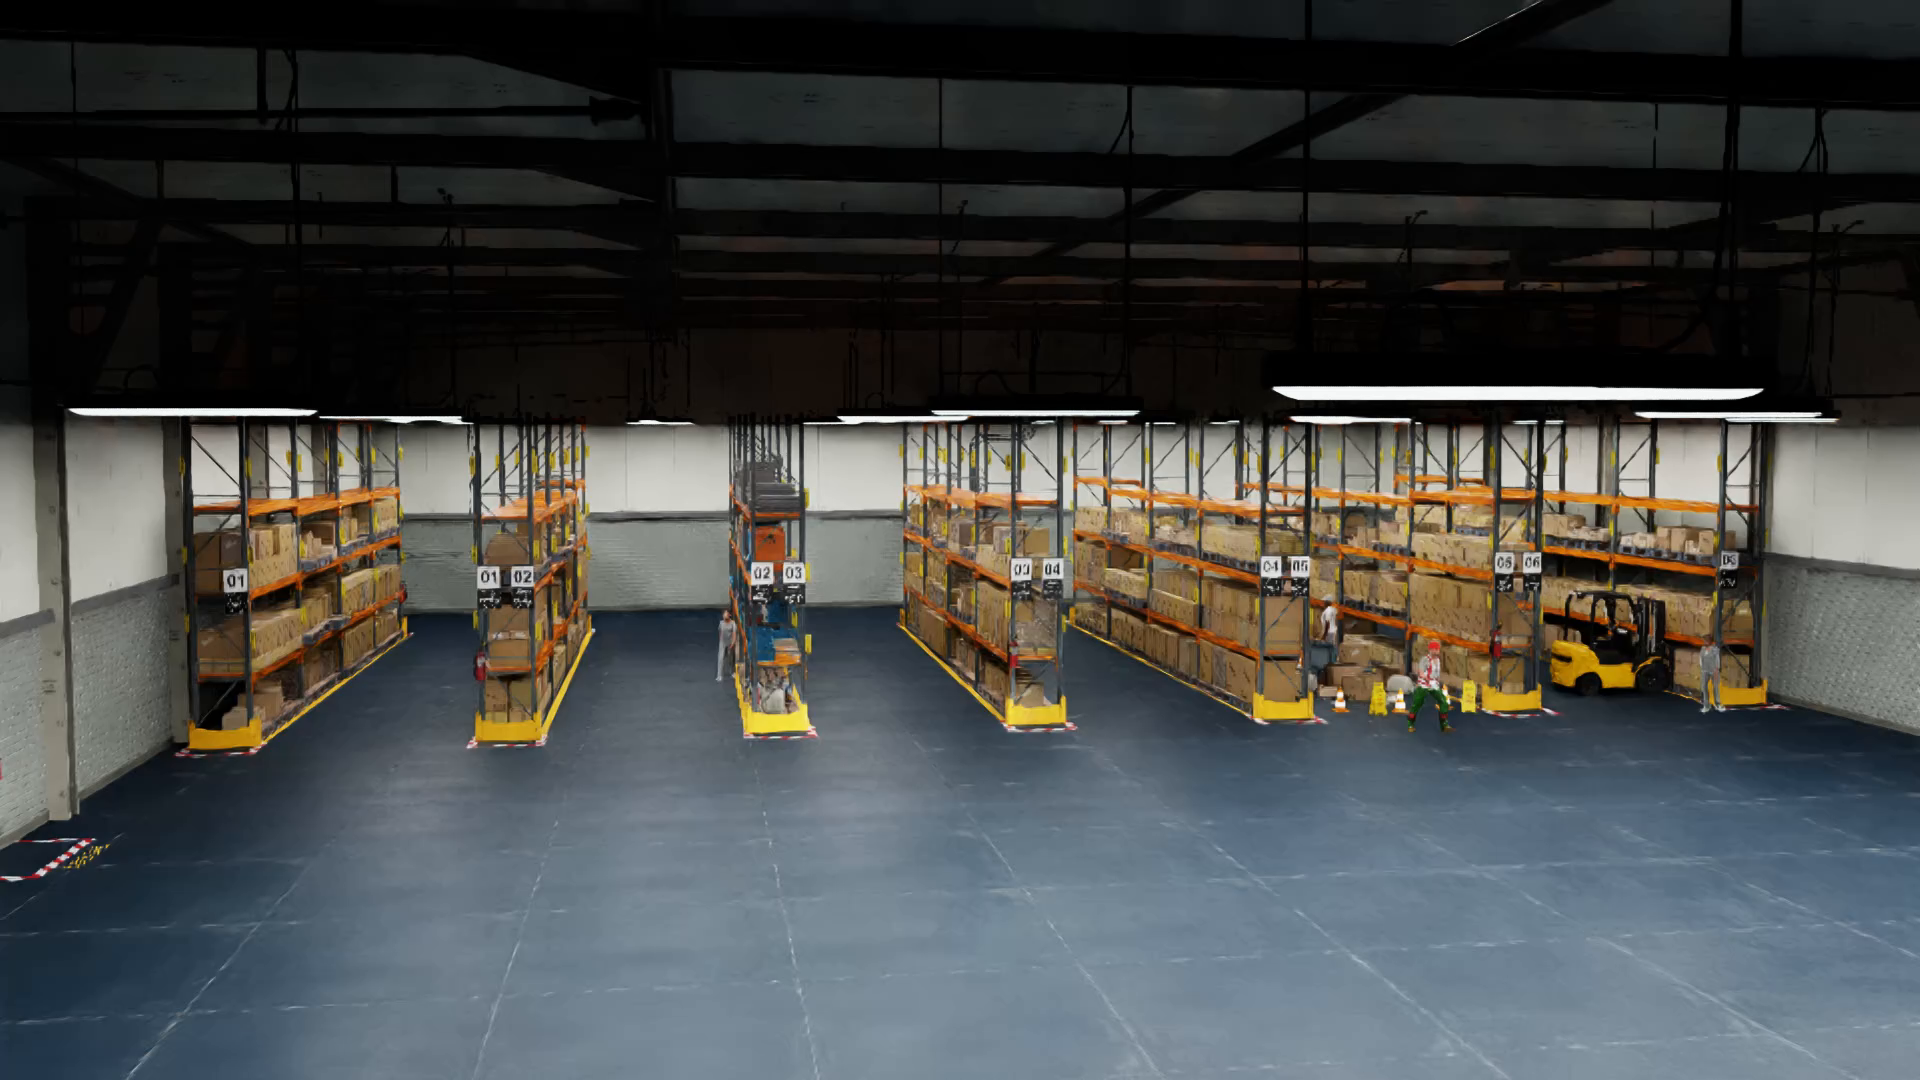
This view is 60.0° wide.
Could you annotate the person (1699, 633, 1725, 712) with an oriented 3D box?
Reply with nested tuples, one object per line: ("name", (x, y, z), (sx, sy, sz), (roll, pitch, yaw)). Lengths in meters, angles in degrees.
("person", (15.118, 2.659, 33.450), (0.554, 1.579, 0.461), (-3, 5, -39))

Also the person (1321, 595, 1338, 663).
("person", (8.647, 2.164, 39.177), (0.582, 1.763, 0.671), (1, 4, 17))

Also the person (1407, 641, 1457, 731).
("person", (8.788, 2.735, 31.139), (0.682, 1.718, 0.811), (-2, 4, -28))

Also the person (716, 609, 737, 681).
("person", (-5.252, 2.351, 37.591), (0.445, 1.603, 1.020), (0, 4, 0))
